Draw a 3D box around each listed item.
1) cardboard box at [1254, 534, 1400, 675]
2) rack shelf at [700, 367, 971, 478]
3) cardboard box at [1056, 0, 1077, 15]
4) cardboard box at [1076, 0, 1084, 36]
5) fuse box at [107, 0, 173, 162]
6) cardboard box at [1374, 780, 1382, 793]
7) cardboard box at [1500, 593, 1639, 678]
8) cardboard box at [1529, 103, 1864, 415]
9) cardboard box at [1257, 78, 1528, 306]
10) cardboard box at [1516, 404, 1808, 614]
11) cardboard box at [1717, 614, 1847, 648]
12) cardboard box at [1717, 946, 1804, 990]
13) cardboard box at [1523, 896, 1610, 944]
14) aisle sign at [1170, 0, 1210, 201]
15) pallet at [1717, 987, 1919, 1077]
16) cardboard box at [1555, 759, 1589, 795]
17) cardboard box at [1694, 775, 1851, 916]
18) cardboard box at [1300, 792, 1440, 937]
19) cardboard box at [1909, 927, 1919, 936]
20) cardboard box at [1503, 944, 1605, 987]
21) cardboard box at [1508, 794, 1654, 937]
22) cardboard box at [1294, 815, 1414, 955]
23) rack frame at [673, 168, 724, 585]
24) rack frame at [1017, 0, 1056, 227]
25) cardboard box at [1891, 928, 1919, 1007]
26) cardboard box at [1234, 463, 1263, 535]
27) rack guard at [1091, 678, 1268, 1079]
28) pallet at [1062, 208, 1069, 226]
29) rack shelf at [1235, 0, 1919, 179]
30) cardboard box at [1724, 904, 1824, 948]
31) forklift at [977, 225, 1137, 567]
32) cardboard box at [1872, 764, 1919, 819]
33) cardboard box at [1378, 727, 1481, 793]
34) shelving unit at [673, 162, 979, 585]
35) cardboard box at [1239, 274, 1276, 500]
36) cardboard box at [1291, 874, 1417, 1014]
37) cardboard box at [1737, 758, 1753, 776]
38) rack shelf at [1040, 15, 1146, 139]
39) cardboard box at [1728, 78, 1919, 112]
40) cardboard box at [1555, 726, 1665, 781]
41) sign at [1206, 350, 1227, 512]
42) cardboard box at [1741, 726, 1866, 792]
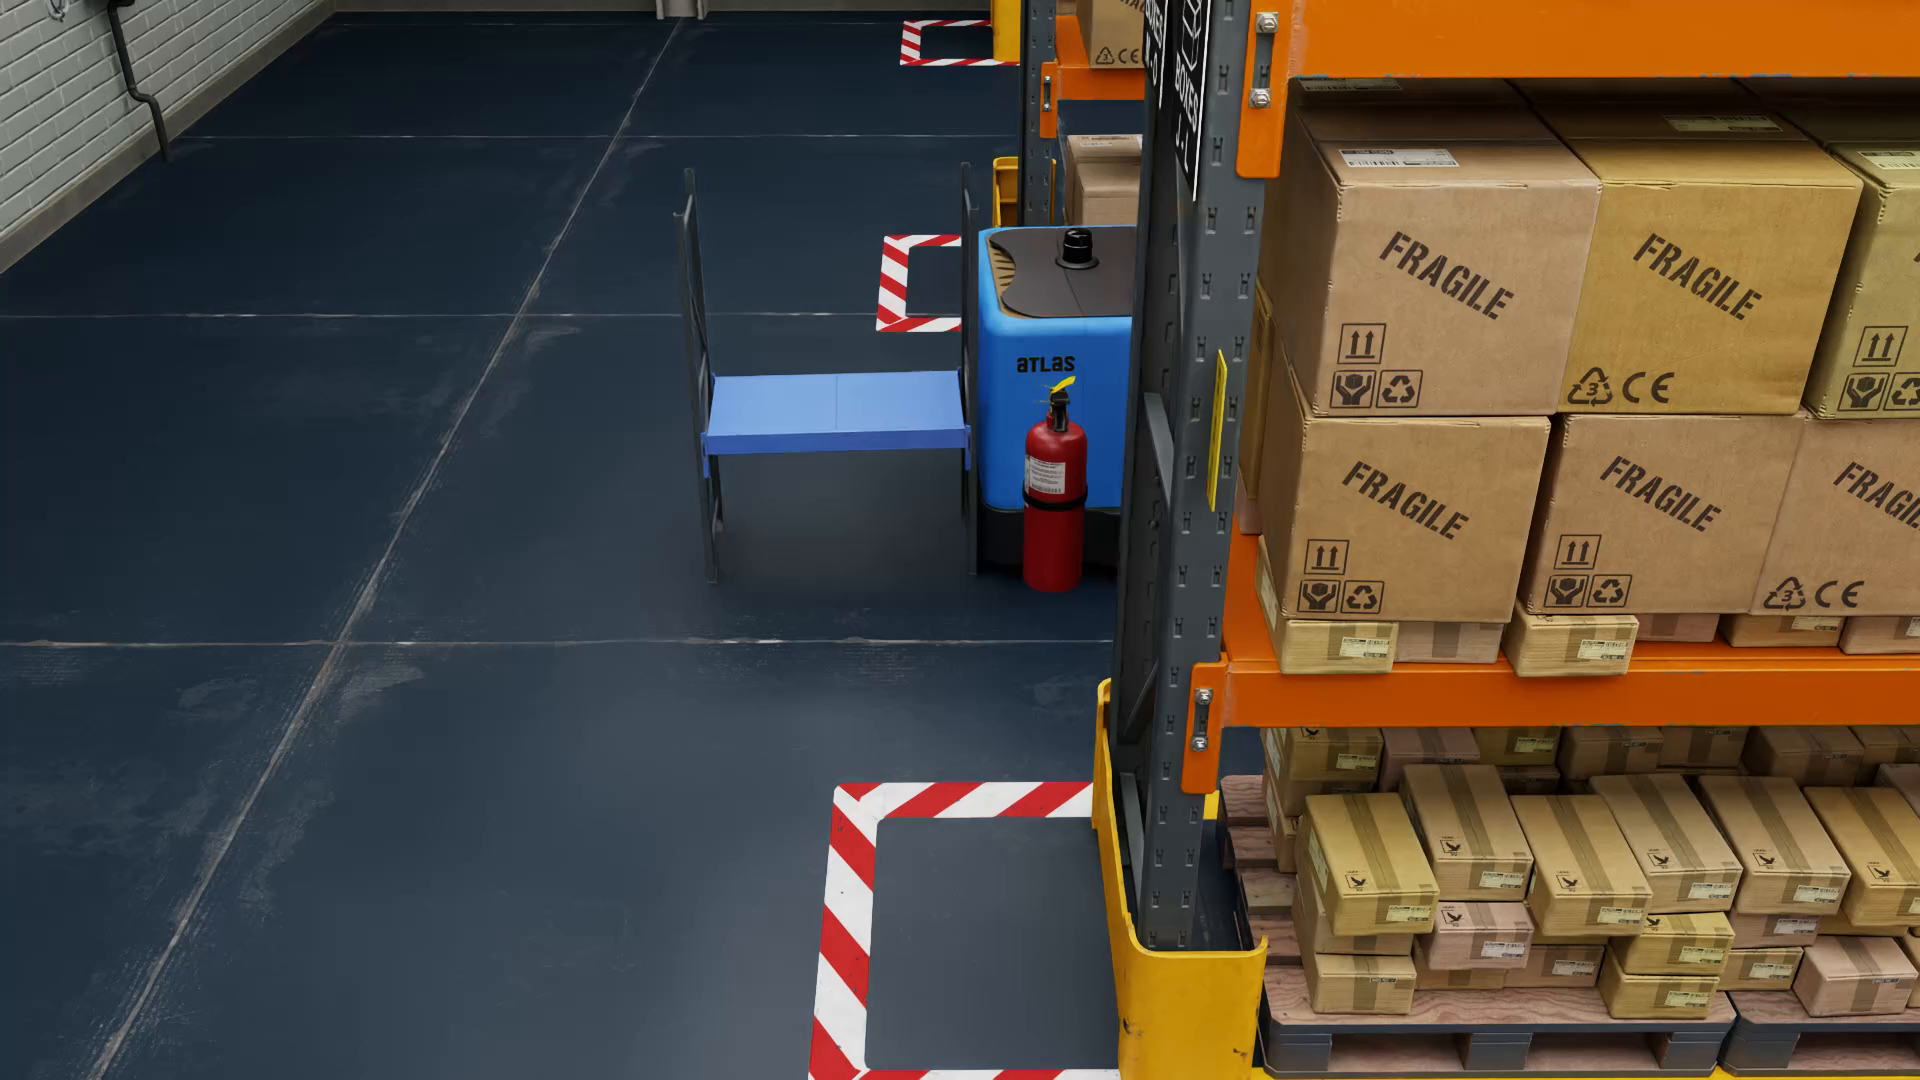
[{"bbox_3d":[0.844,0.144,3.863,0.250,0.149,0.380,0,31,-1],"label":"cardboard box"},{"bbox_3d":[-0.473,-0.460,6.409,1.000,0.185,0.538,-2,31,-3],"label":"rack shelf"},{"bbox_3d":[0.966,-4.340,13.012,0.637,0.503,0.797,-1,31,-2],"label":"cardboard box"},{"bbox_3d":[0.868,-2.881,8.511,0.500,0.500,0.500,0,31,0],"label":"cardboard box"},{"bbox_3d":[-5.118,-3.209,10.390,0.414,1.711,0.539,0,31,0],"label":"fuse box"},{"bbox_3d":[1.306,0.657,4.832,0.250,0.149,0.380,-1,31,-1],"label":"cardboard box"},{"bbox_3d":[1.368,0.149,3.856,0.250,0.149,0.380,-1,31,-2],"label":"cardboard box"},{"bbox_3d":[1.473,-0.599,3.498,0.500,0.500,0.500,1,31,1],"label":"cardboard box"},{"bbox_3d":[0.974,-0.860,3.929,0.500,0.500,0.500,-1,31,-1],"label":"cardboard box"},{"bbox_3d":[1.504,-0.175,3.764,0.500,0.500,0.500,0,31,0],"label":"cardboard box"},{"bbox_3d":[1.897,0.089,3.955,0.250,0.149,0.380,0,31,-1],"label":"cardboard box"},{"bbox_3d":[2.064,1.029,4.505,0.250,0.149,0.380,0,31,0],"label":"cardboard box"},{"bbox_3d":[1.562,0.893,4.443,0.250,0.149,0.380,0,31,0],"label":"cardboard box"},{"bbox_3d":[0.447,-1.088,3.146,0.004,0.787,0.394,0,31,0],"label":"aisle sign"},{"bbox_3d":[2.624,1.073,4.778,1.213,0.211,1.003,0,31,0],"label":"pallet"},{"bbox_3d":[1.833,0.680,4.794,0.250,0.149,0.380,-1,31,-1],"label":"cardboard box"},{"bbox_3d":[2.097,0.790,4.327,0.250,0.149,0.380,1,31,2],"label":"cardboard box"},{"bbox_3d":[1.044,0.827,4.265,0.250,0.149,0.380,-2,31,-3],"label":"cardboard box"},{"bbox_3d":[2.625,0.880,4.464,0.250,0.149,0.380,1,31,2],"label":"cardboard box"},{"bbox_3d":[1.553,1.024,4.515,0.250,0.149,0.380,0,31,0],"label":"cardboard box"},{"bbox_3d":[1.572,0.829,4.261,0.250,0.149,0.380,0,31,0],"label":"cardboard box"},{"bbox_3d":[1.044,0.911,4.413,0.250,0.149,0.380,1,31,2],"label":"cardboard box"},{"bbox_3d":[-0.980,-0.598,6.290,0.032,1.500,0.500,-2,31,-3],"label":"rack frame"},{"bbox_3d":[0.387,-2.700,8.308,0.127,3.000,1.000,0,31,0],"label":"rack frame"},{"bbox_3d":[2.591,1.059,4.456,0.250,0.149,0.380,0,31,0],"label":"cardboard box"},{"bbox_3d":[0.842,-0.173,4.385,0.250,0.149,0.380,0,31,0],"label":"cardboard box"},{"bbox_3d":[0.594,0.936,4.725,0.348,0.500,1.175,0,31,0],"label":"rack guard"},{"bbox_3d":[1.186,-1.551,9.102,1.213,0.211,1.003,0,31,0],"label":"pallet"},{"bbox_3d":[2.518,-1.114,3.496,4.000,0.370,1.077,0,31,0],"label":"rack shelf"},{"bbox_3d":[2.084,0.898,4.435,0.250,0.149,0.380,-2,31,-3],"label":"cardboard box"},{"bbox_3d":[1.563,-1.408,6.246,3.031,2.935,1.130,-2,31,-3],"label":"forklift"},{"bbox_3d":[2.611,0.762,4.372,0.250,0.149,0.380,0,31,0],"label":"cardboard box"},{"bbox_3d":[1.298,0.548,4.725,0.250,0.149,0.380,0,31,1],"label":"cardboard box"},{"bbox_3d":[-0.473,-0.614,6.316,1.048,1.500,0.538,-2,31,-3],"label":"shelving unit"},{"bbox_3d":[0.966,-0.437,4.196,0.500,0.500,0.500,0,31,1],"label":"cardboard box"},{"bbox_3d":[1.044,1.071,4.436,0.250,0.149,0.380,0,31,1],"label":"cardboard box"},{"bbox_3d":[2.338,0.628,4.880,0.250,0.149,0.380,1,31,2],"label":"cardboard box"},{"bbox_3d":[2.387,-2.399,8.505,4.000,0.370,1.077,0,31,0],"label":"rack shelf"},{"bbox_3d":[2.001,-0.868,3.942,0.500,0.500,0.500,1,31,2],"label":"cardboard box"},{"bbox_3d":[1.815,0.514,4.782,0.250,0.149,0.380,-1,31,-2],"label":"cardboard box"},{"bbox_3d":[0.521,-0.221,3.388,0.005,0.325,0.100,0,31,0],"label":"sign"},{"bbox_3d":[2.348,0.541,4.737,0.250,0.149,0.380,-1,31,-2],"label":"cardboard box"}]
